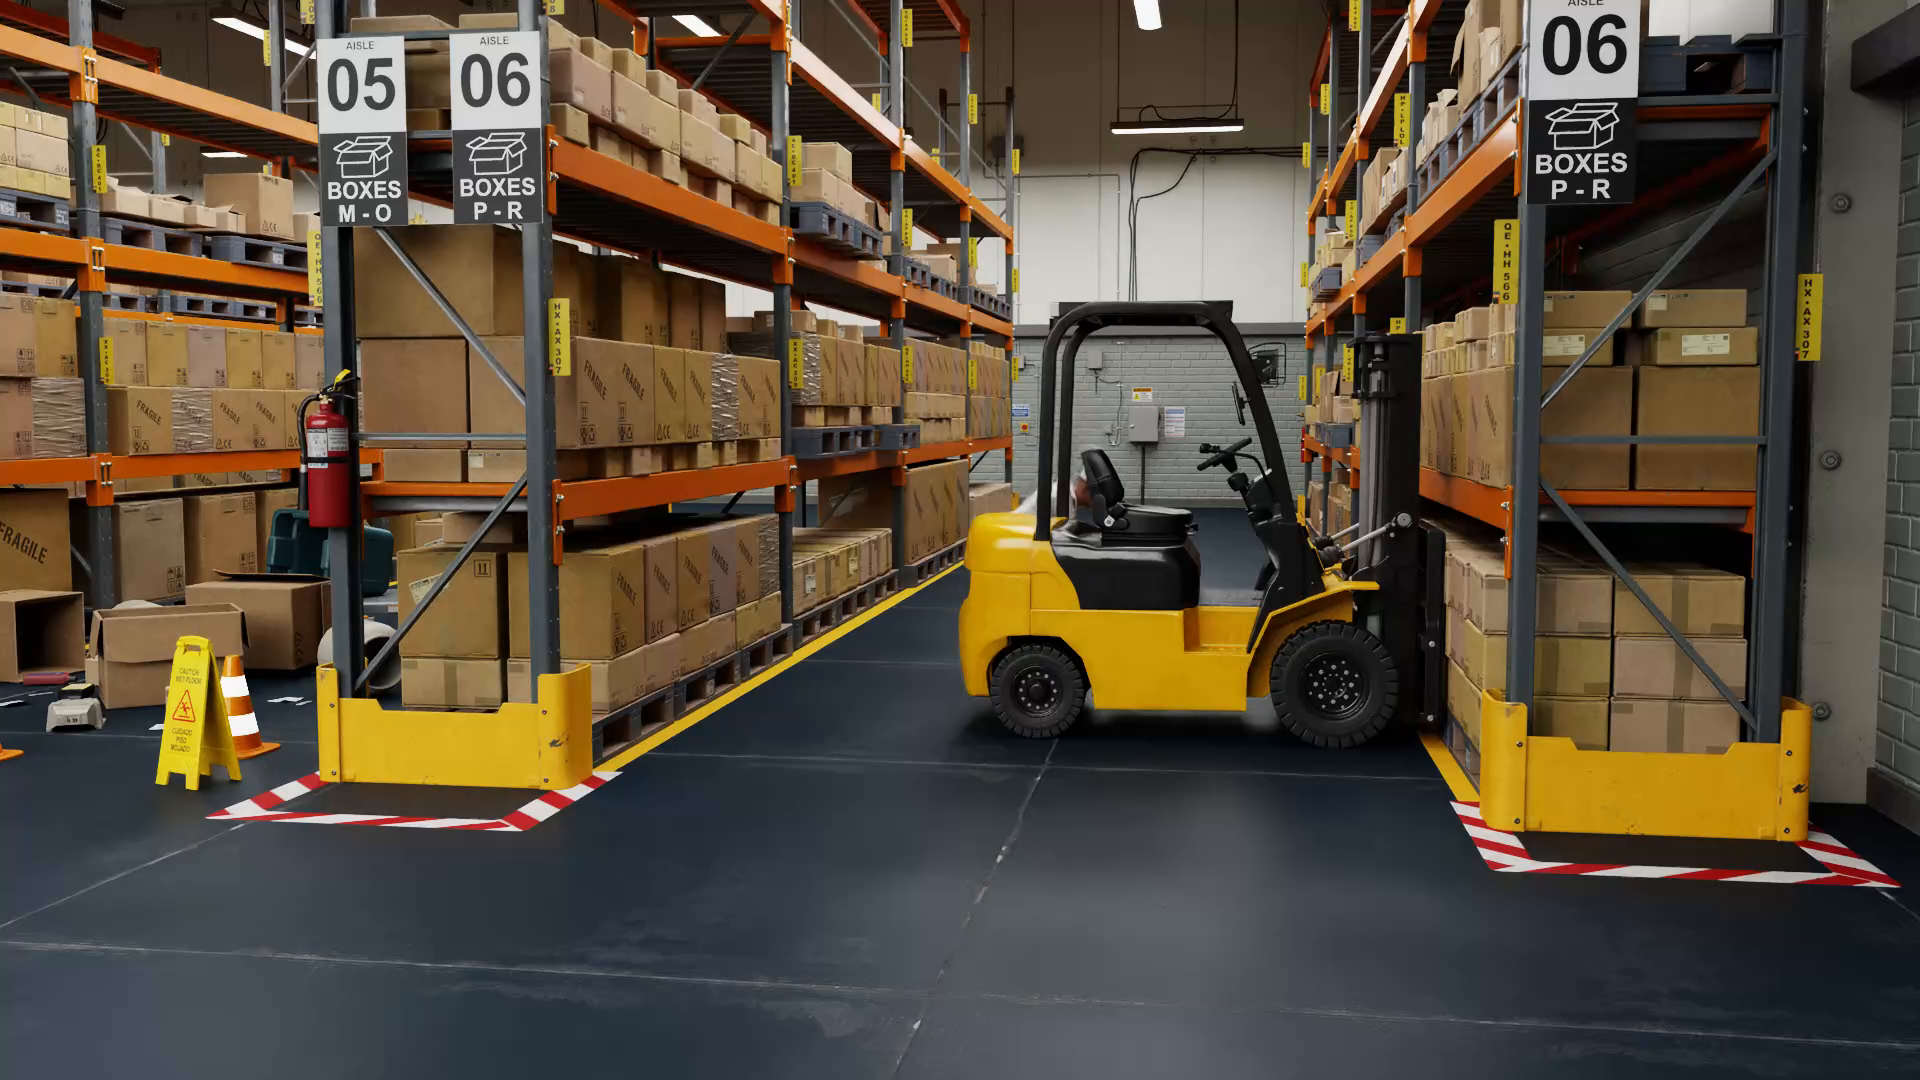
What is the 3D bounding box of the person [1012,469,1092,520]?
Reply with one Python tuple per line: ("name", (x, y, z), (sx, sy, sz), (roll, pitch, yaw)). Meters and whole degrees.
("person", (0.583, 0.147, 10.774), (0.826, 1.288, 0.609), (1, 4, 9))
